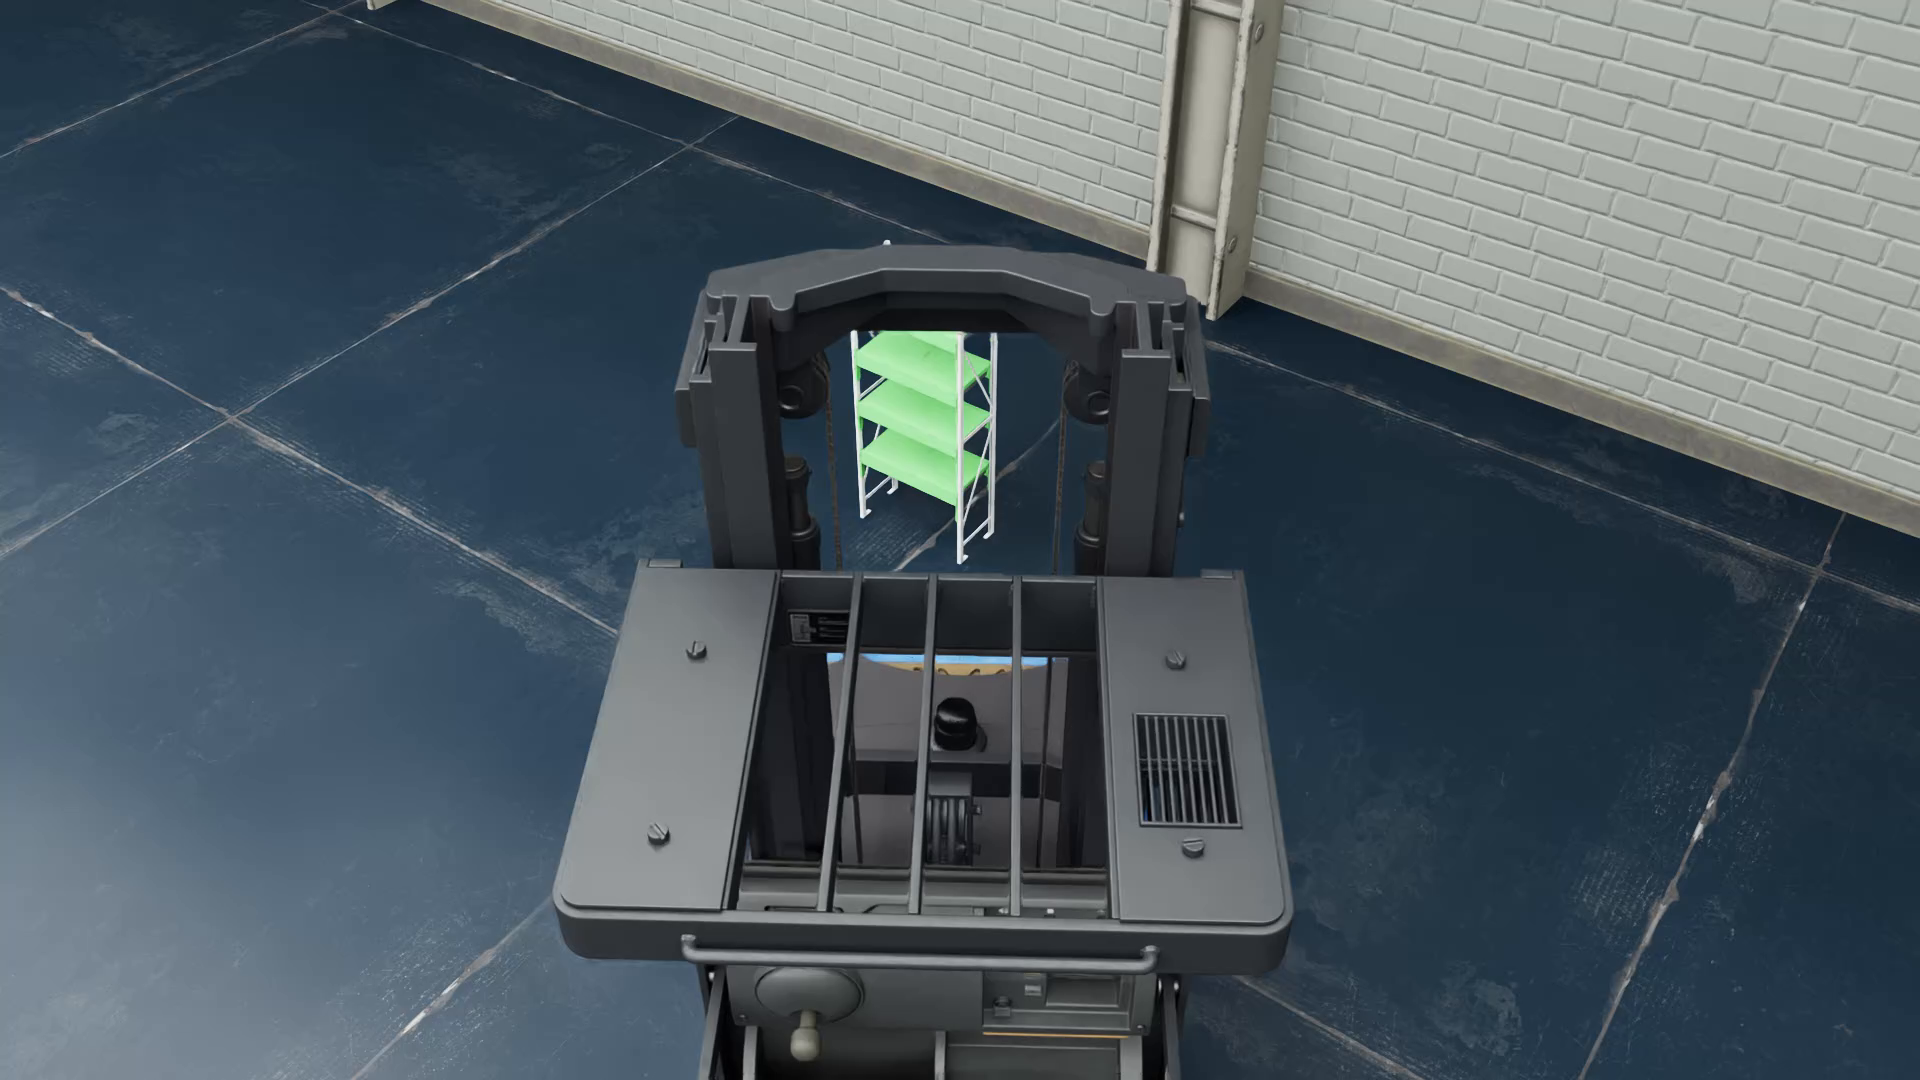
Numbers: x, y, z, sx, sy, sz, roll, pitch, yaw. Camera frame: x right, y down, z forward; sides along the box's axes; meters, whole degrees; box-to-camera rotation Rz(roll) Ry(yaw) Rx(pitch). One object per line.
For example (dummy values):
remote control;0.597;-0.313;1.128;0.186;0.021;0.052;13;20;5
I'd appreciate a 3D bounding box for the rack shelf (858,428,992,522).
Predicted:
rack shelf;-0.136;-0.284;6.623;0.480;0.148;0.258;25;48;25

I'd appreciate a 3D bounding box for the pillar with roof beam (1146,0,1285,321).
pillar with roof beam;-1.331;-2.204;2.464;0.400;9.000;9.100;25;48;25

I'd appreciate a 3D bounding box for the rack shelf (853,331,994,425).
rack shelf;-0.136;-0.642;6.303;0.480;0.148;0.258;25;48;25

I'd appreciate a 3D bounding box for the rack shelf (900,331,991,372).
rack shelf;-0.136;-0.821;6.143;0.480;0.148;0.258;25;48;25

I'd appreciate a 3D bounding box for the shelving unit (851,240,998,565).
shelving unit;-0.136;-0.511;6.421;0.503;1.200;0.258;25;48;25

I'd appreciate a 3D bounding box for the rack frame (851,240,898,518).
rack frame;-0.335;-0.604;6.525;0.015;1.200;0.240;25;48;25

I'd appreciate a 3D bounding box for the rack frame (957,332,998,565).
rack frame;0.064;-0.417;6.316;0.015;1.200;0.240;25;48;25

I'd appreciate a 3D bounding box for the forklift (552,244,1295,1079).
forklift;-0.044;1.012;3.421;1.130;2.935;3.031;1;42;1

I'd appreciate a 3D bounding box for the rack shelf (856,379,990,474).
rack shelf;-0.136;-0.463;6.463;0.480;0.148;0.258;25;48;25
